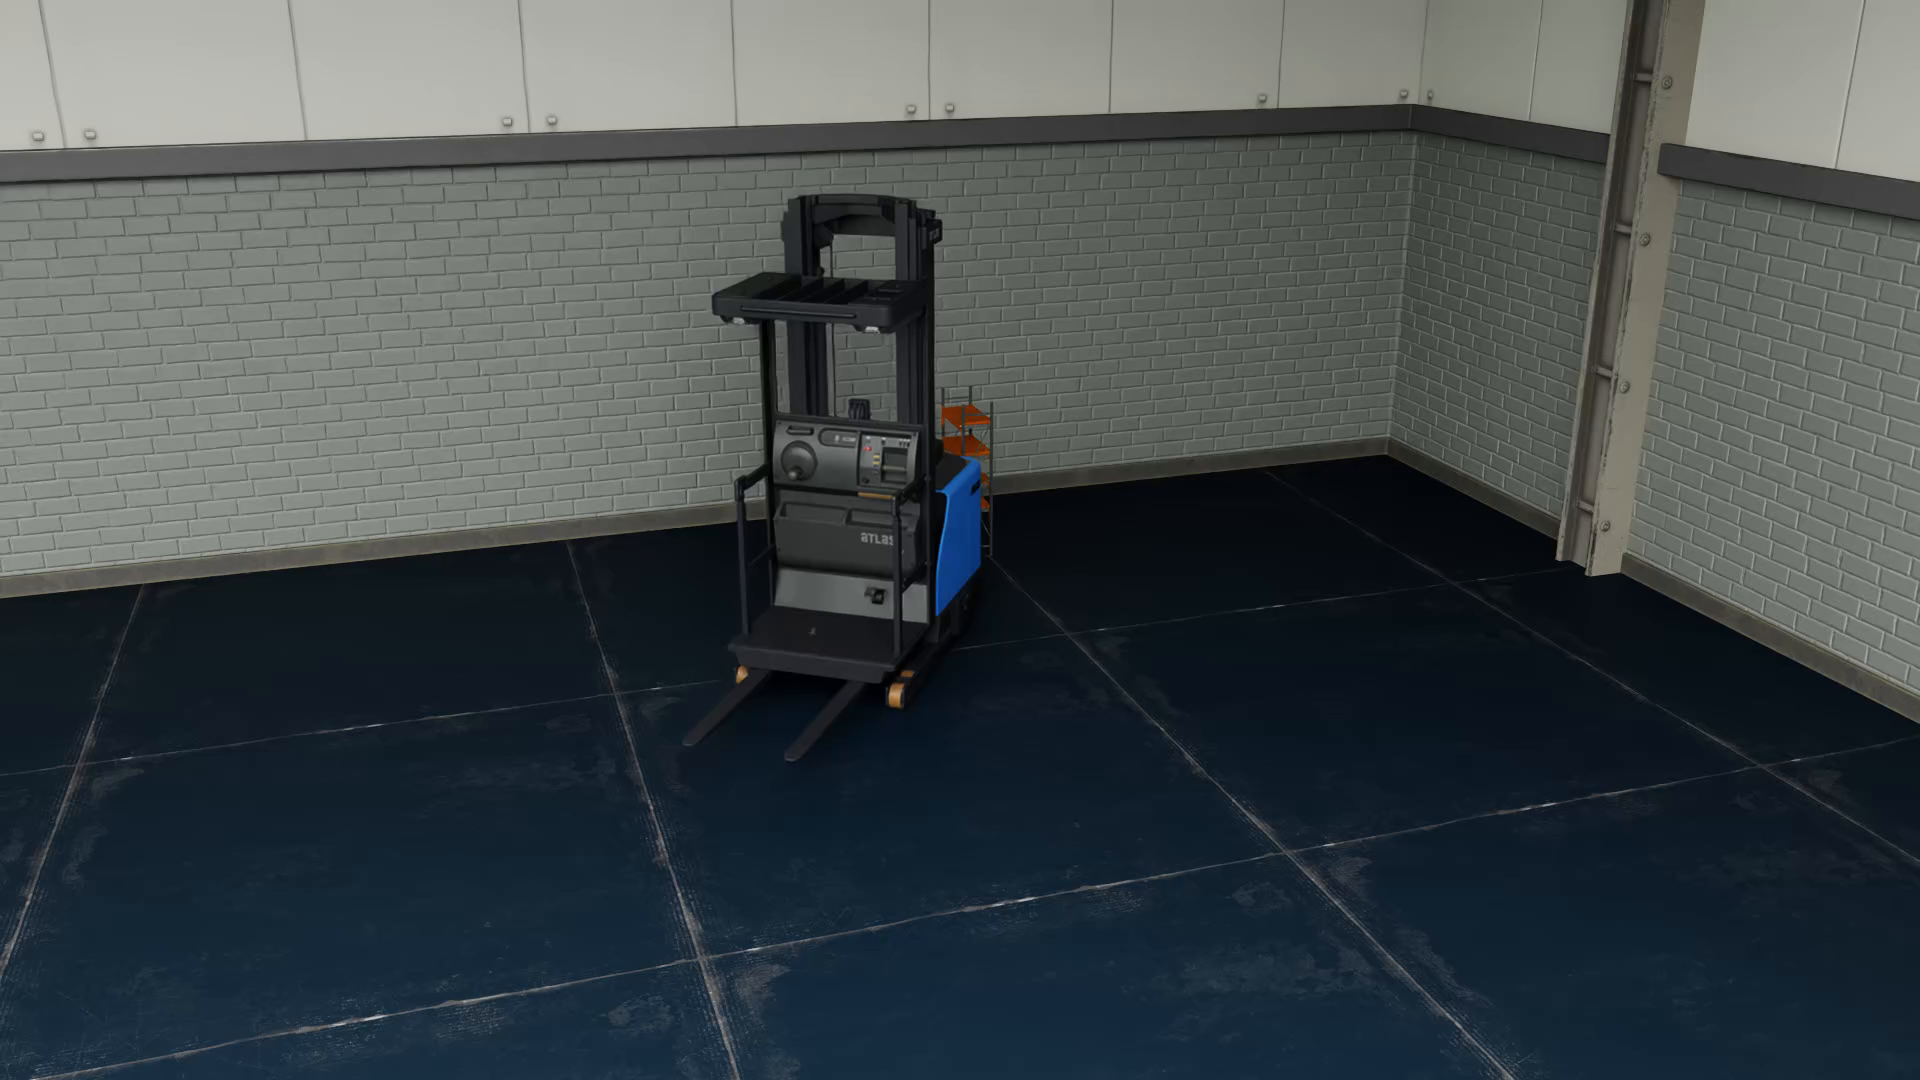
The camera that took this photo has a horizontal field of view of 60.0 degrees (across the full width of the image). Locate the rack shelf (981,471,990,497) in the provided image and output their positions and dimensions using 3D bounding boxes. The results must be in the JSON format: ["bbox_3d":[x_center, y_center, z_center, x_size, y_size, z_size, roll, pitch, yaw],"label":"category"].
[{"bbox_3d":[0.052,-0.448,12.589,0.258,0.148,0.480,-6,21,-17],"label":"rack shelf"}]

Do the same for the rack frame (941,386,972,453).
[{"bbox_3d":[-0.025,-0.590,12.784,0.240,1.200,0.015,-6,21,-17],"label":"rack frame"}]

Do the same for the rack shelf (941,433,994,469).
[{"bbox_3d":[0.052,-0.659,12.513,0.258,0.148,0.480,-6,21,-17],"label":"rack shelf"}]

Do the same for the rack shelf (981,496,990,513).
[{"bbox_3d":[0.052,-0.261,12.656,0.258,0.148,0.480,-6,21,-17],"label":"rack shelf"}]

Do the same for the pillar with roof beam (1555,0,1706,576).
[{"bbox_3d":[0.603,-3.590,9.600,9.100,9.000,0.400,-6,21,-17],"label":"pillar with roof beam"}]

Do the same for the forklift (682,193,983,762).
[{"bbox_3d":[-0.763,-0.504,9.983,1.130,2.935,3.031,6,21,16],"label":"forklift"}]

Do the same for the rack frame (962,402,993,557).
[{"bbox_3d":[0.129,-0.433,12.348,0.240,1.200,0.015,-6,21,-17],"label":"rack frame"}]

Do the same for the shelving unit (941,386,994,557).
[{"bbox_3d":[0.052,-0.512,12.566,0.258,1.200,0.503,-6,21,-17],"label":"shelving unit"}]

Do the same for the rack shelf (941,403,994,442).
[{"bbox_3d":[0.052,-0.881,12.433,0.258,0.148,0.480,-6,21,-17],"label":"rack shelf"}]
